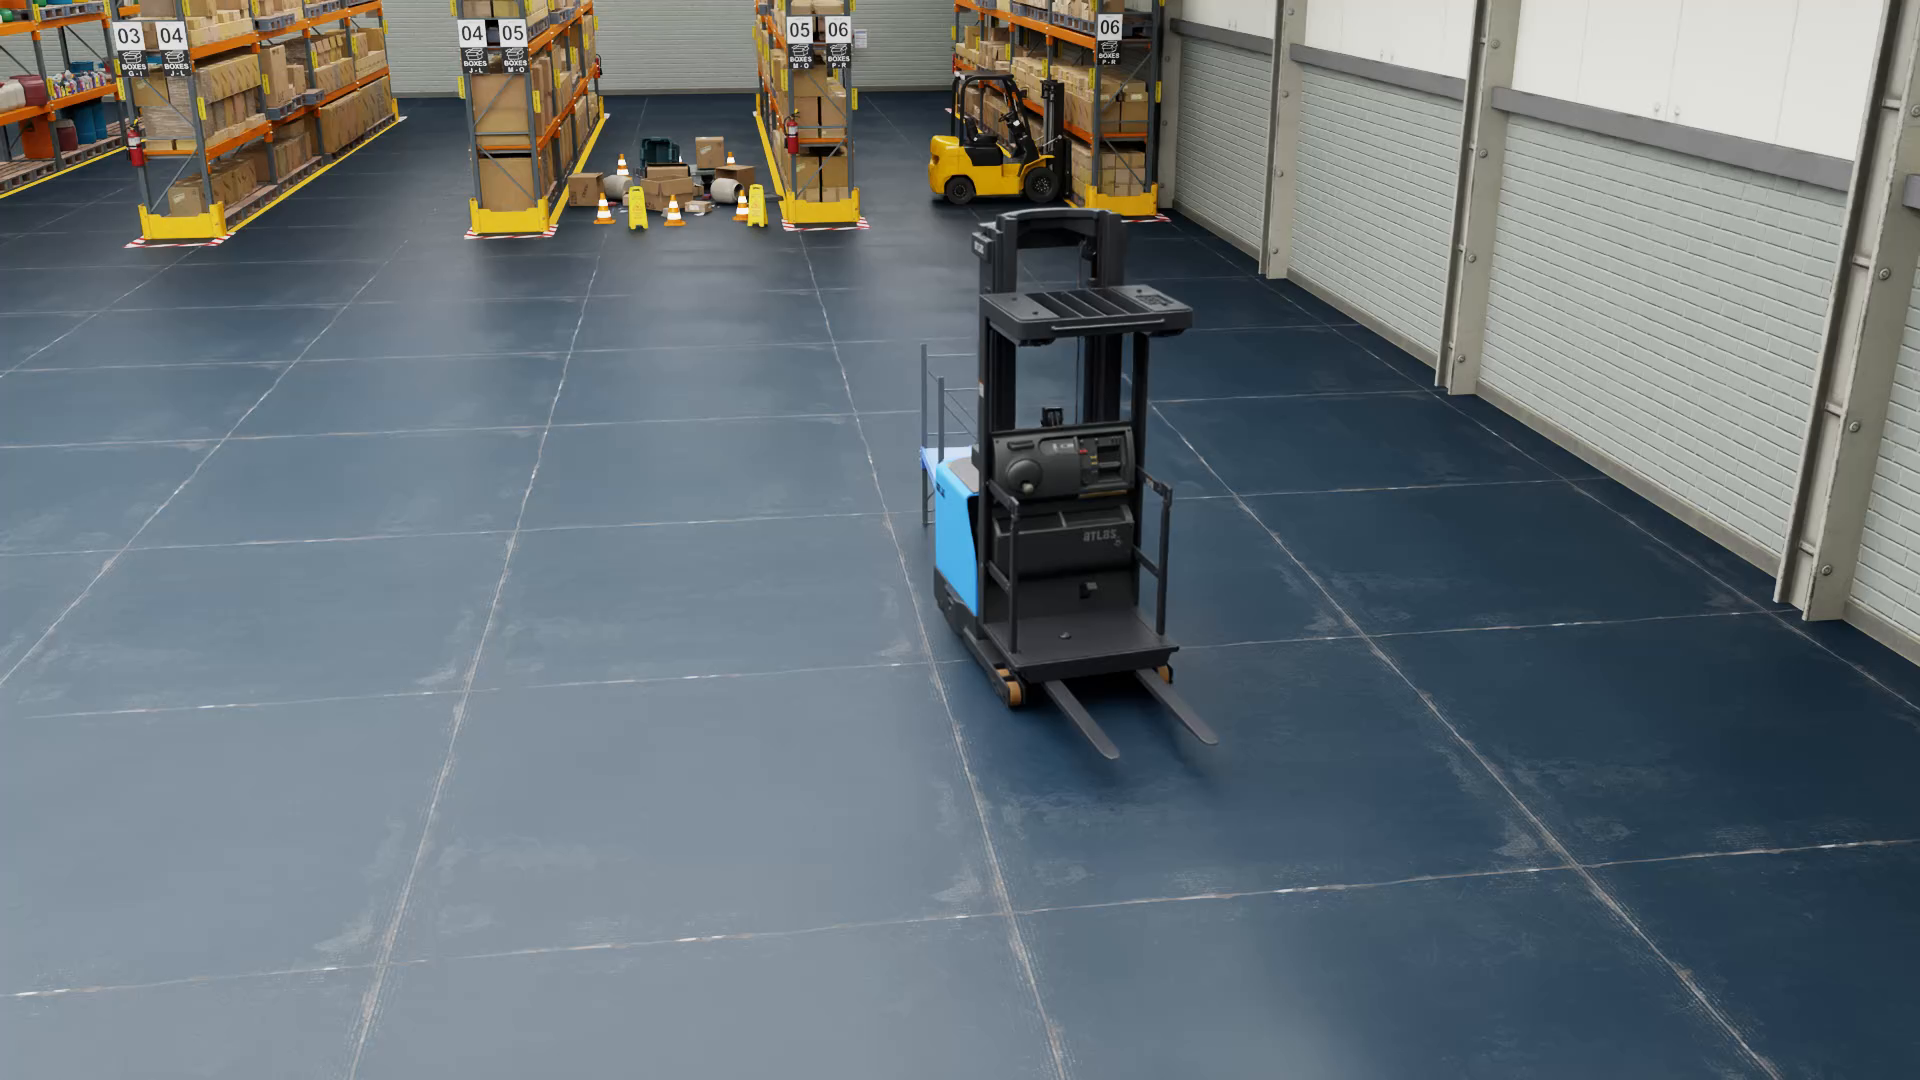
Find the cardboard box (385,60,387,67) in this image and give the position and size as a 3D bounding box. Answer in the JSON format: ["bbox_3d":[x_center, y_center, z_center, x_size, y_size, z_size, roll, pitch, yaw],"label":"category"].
[{"bbox_3d":[-13.962,-11.420,39.865,0.380,0.149,0.250,-3,21,-7],"label":"cardboard box"}]

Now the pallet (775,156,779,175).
[{"bbox_3d":[-3.096,-7.376,32.664,1.003,0.211,1.213,-3,21,-8],"label":"pallet"}]

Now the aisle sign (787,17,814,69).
[{"bbox_3d":[-2.504,-7.787,26.062,0.394,0.787,0.004,-3,21,-8],"label":"aisle sign"}]

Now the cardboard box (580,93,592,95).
[{"bbox_3d":[-9.110,-10.739,40.307,0.380,0.149,0.250,-3,21,-7],"label":"cardboard box"}]

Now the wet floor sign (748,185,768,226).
[{"bbox_3d":[-3.258,-5.382,26.704,0.267,0.644,0.232,4,21,11],"label":"wet floor sign"}]

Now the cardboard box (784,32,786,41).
[{"bbox_3d":[-2.623,-8.086,26.651,0.380,0.149,0.250,-3,21,-7],"label":"cardboard box"}]

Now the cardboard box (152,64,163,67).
[{"bbox_3d":[-12.504,-7.284,26.433,0.500,0.500,0.500,-3,21,-8],"label":"cardboard box"}]

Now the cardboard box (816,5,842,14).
[{"bbox_3d":[-2.076,-8.399,26.350,0.380,0.149,0.250,-3,21,-8],"label":"cardboard box"}]

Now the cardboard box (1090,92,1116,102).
[{"bbox_3d":[2.358,-7.313,27.439,0.380,0.149,0.250,-3,21,-7],"label":"cardboard box"}]

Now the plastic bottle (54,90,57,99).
[{"bbox_3d":[-17.833,-8.773,32.703,0.097,0.201,0.097,0,20,0],"label":"plastic bottle"}]

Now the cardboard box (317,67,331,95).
[{"bbox_3d":[-13.063,-9.282,33.639,0.500,0.500,0.500,-3,21,-9],"label":"cardboard box"}]

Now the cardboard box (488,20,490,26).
[{"bbox_3d":[-7.566,-8.125,26.013,0.380,0.149,0.250,-3,21,-7],"label":"cardboard box"}]

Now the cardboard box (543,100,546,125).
[{"bbox_3d":[-7.383,-7.088,27.691,0.875,0.550,0.500,-3,21,-8],"label":"cardboard box"}]

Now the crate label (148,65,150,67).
[{"bbox_3d":[-18.852,-10.830,38.217,0.396,0.136,0.243,-3,21,-8],"label":"crate label"}]

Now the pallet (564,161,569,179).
[{"bbox_3d":[-8.051,-7.086,31.885,1.003,0.211,1.213,-3,21,-8],"label":"pallet"}]

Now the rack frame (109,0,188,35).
[{"bbox_3d":[-12.033,-8.915,24.225,1.000,3.000,0.127,-3,21,-8],"label":"rack frame"}]

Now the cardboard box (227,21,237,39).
[{"bbox_3d":[-12.141,-8.323,27.140,0.500,0.250,0.500,-3,21,-8],"label":"cardboard box"}]

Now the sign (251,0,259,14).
[{"bbox_3d":[-12.073,-9.167,28.448,0.100,0.325,0.005,-3,21,-8],"label":"sign"}]

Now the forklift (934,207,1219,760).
[{"bbox_3d":[0.724,-0.479,10.310,1.130,2.935,3.031,-6,21,-16],"label":"forklift"}]

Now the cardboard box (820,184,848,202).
[{"bbox_3d":[-2.069,-5.807,27.806,0.500,0.250,0.500,-3,21,-8],"label":"cardboard box"}]

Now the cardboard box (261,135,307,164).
[{"bbox_3d":[-12.977,-7.488,31.920,0.700,0.500,0.500,-5,21,-12],"label":"cardboard box"}]

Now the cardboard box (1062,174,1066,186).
[{"bbox_3d":[2.082,-6.437,29.493,0.500,0.250,0.500,-2,21,-6],"label":"cardboard box"}]

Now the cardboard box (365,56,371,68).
[{"bbox_3d":[-13.718,-10.856,37.785,0.500,0.250,0.500,-2,21,-6],"label":"cardboard box"}]

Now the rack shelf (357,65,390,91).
[{"bbox_3d":[-14.051,-10.615,38.379,1.077,0.370,4.000,-3,21,-8],"label":"rack shelf"}]

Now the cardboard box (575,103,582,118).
[{"bbox_3d":[-8.255,-9.066,35.102,0.500,0.250,0.500,-3,21,-7],"label":"cardboard box"}]

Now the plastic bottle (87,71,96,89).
[{"bbox_3d":[-18.181,-9.621,34.760,0.144,0.351,0.185,-3,21,-8],"label":"plastic bottle"}]

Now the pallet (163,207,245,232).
[{"bbox_3d":[-12.126,-5.108,26.591,1.003,0.211,1.213,-3,21,-8],"label":"pallet"}]

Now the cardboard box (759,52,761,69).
[{"bbox_3d":[-4.442,-11.305,39.055,0.500,0.500,0.500,-3,21,-9],"label":"cardboard box"}]

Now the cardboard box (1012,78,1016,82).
[{"bbox_3d":[1.354,-9.390,34.285,0.500,0.250,0.500,-3,21,-8],"label":"cardboard box"}]

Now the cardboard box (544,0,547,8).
[{"bbox_3d":[-7.361,-9.266,28.496,0.500,0.250,0.500,-3,21,-8],"label":"cardboard box"}]

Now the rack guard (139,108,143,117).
[{"bbox_3d":[-19.257,-10.232,39.896,1.175,0.500,0.348,-3,21,-8],"label":"rack guard"}]

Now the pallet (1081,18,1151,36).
[{"bbox_3d":[2.609,-8.466,27.436,1.003,0.211,1.213,-3,21,-8],"label":"pallet"}]

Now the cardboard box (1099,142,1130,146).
[{"bbox_3d":[2.666,-6.756,28.918,0.500,0.250,0.500,-3,21,-8],"label":"cardboard box"}]

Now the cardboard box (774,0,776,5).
[{"bbox_3d":[-3.080,-9.525,29.365,0.380,0.149,0.250,-3,21,-9],"label":"cardboard box"}]

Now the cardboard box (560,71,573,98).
[{"bbox_3d":[-7.932,-8.995,32.868,0.500,0.500,0.500,-3,21,-8],"label":"cardboard box"}]

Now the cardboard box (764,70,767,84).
[{"bbox_3d":[-3.957,-9.993,35.899,0.500,0.250,0.500,-3,21,-9],"label":"cardboard box"}]

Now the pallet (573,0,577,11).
[{"bbox_3d":[-8.704,-11.214,34.935,1.213,0.211,1.003,-3,21,-8],"label":"pallet"}]

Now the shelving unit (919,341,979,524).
[{"bbox_3d":[0.012,-0.673,12.875,0.538,1.500,1.048,-3,21,-8],"label":"shelving unit"}]

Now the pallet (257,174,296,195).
[{"bbox_3d":[-12.723,-6.453,30.192,1.003,0.211,1.213,-3,21,-8],"label":"pallet"}]

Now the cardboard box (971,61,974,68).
[{"bbox_3d":[0.463,-11.348,39.672,0.380,0.149,0.250,-3,21,-9],"label":"cardboard box"}]

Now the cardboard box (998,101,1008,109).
[{"bbox_3d":[1.047,-9.575,36.610,0.380,0.149,0.250,-4,21,-10],"label":"cardboard box"}]

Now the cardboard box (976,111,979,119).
[{"bbox_3d":[0.584,-10.051,39.313,0.380,0.149,0.250,-4,21,-9],"label":"cardboard box"}]

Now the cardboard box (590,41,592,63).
[{"bbox_3d":[-8.883,-11.377,38.821,0.500,0.500,0.500,-2,21,-5],"label":"cardboard box"}]

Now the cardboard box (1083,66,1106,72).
[{"bbox_3d":[2.449,-8.547,30.319,0.380,0.149,0.250,-3,21,-9],"label":"cardboard box"}]

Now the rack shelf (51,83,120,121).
[{"bbox_3d":[-18.375,-8.981,34.002,1.077,0.370,4.000,-3,21,-8],"label":"rack shelf"}]

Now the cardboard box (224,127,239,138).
[{"bbox_3d":[-11.958,-6.622,27.019,0.380,0.149,0.250,-3,21,-8],"label":"cardboard box"}]

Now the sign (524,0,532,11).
[{"bbox_3d":[-6.560,-8.198,25.229,0.100,0.325,0.005,-3,21,-8],"label":"sign"}]

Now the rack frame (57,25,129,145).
[{"bbox_3d":[-18.664,-10.010,35.730,1.000,3.000,0.127,-3,21,-8],"label":"rack frame"}]

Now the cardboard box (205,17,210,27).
[{"bbox_3d":[-11.943,-8.092,25.952,0.380,0.149,0.250,-3,21,-8],"label":"cardboard box"}]

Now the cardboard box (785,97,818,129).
[{"bbox_3d":[-2.577,-6.965,27.009,0.500,0.500,0.500,-3,21,-9],"label":"cardboard box"}]

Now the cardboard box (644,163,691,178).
[{"bbox_3d":[-5.128,-6.303,29.178,0.797,0.637,0.503,-3,21,-8],"label":"cardboard box"}]

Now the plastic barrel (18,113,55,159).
[{"bbox_3d":[-18.174,-7.974,32.780,0.600,0.830,0.708,-3,21,-8],"label":"plastic barrel"}]
